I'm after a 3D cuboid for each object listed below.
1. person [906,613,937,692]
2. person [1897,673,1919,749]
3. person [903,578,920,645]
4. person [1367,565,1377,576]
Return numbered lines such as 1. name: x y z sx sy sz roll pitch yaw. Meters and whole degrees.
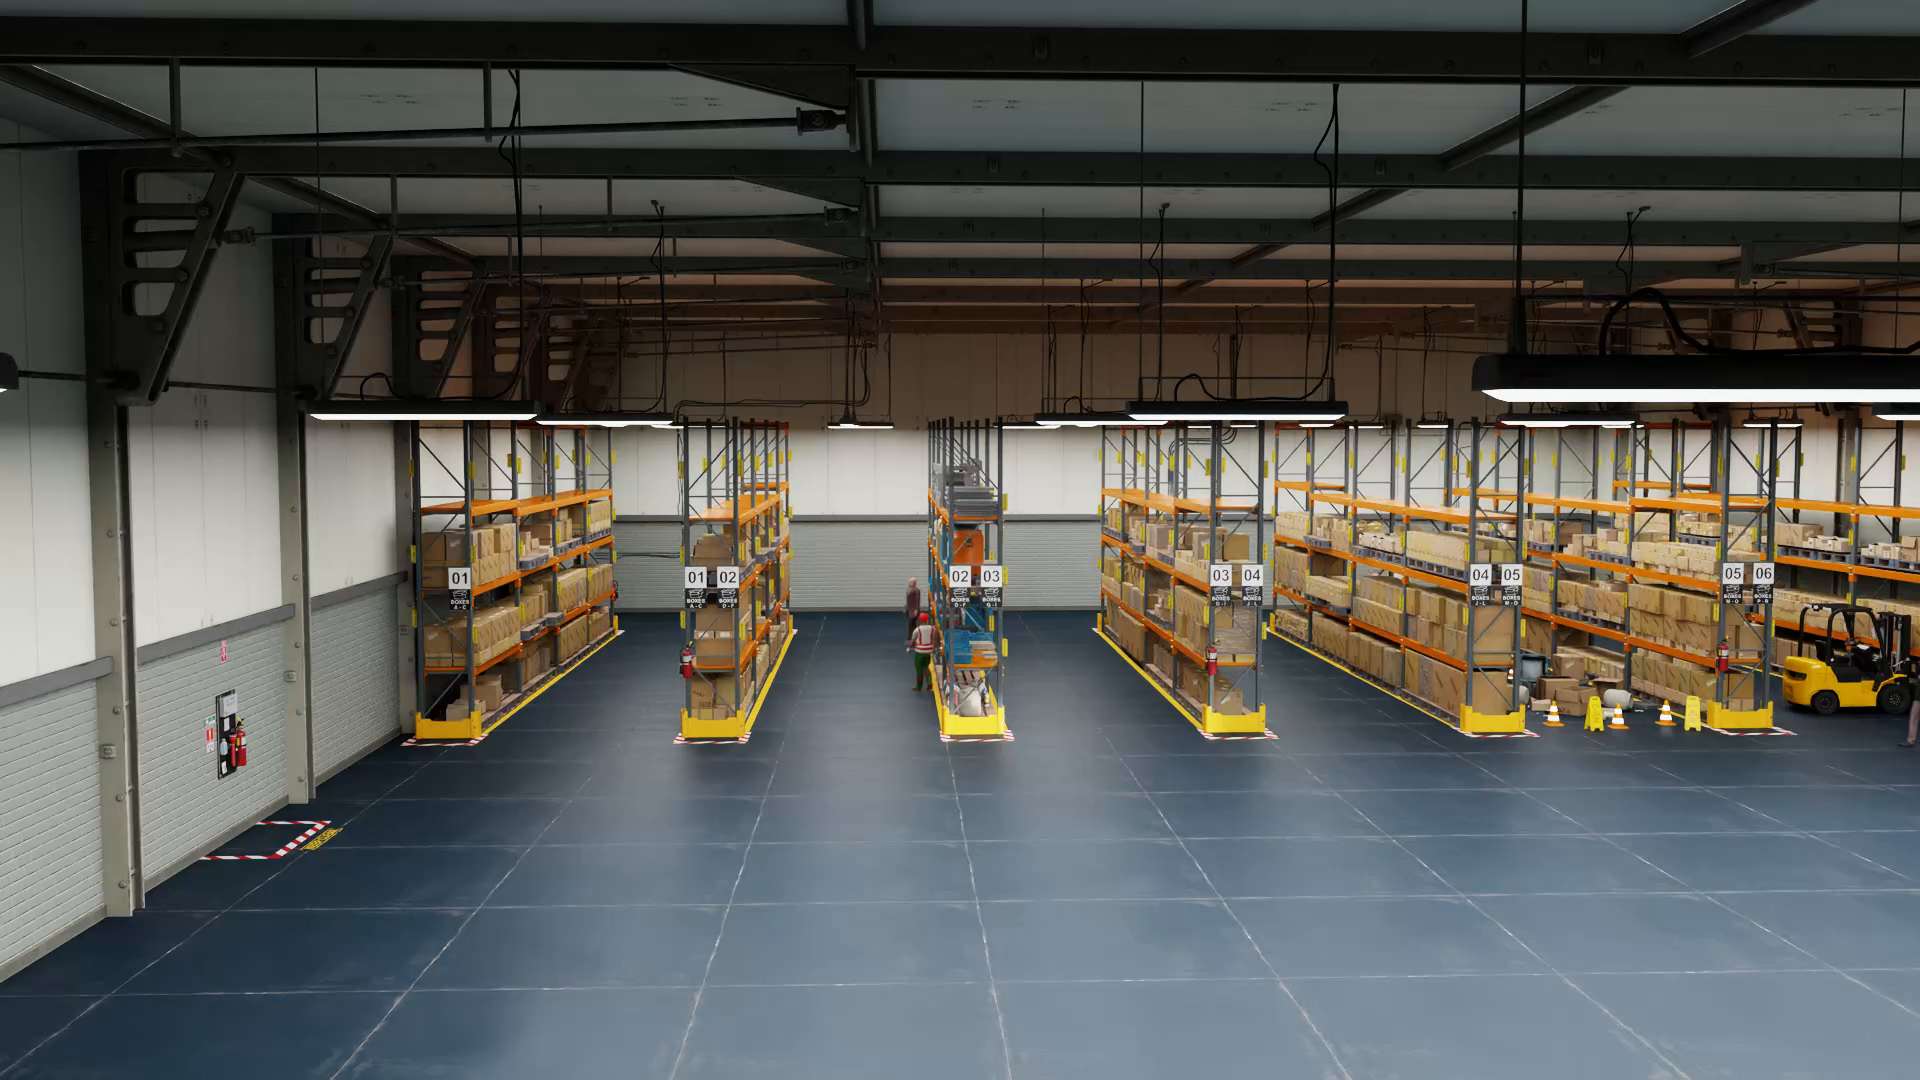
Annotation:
1. person: -0.833 2.457 36.532 0.628 1.763 0.634 -3 5 -36
2. person: 17.466 2.926 29.993 0.983 1.694 0.506 -1 4 -21
3. person: -1.370 1.919 44.988 0.562 1.799 0.694 -2 4 -25
4. person: 12.401 1.585 50.308 0.431 1.683 0.481 -1 4 -17
